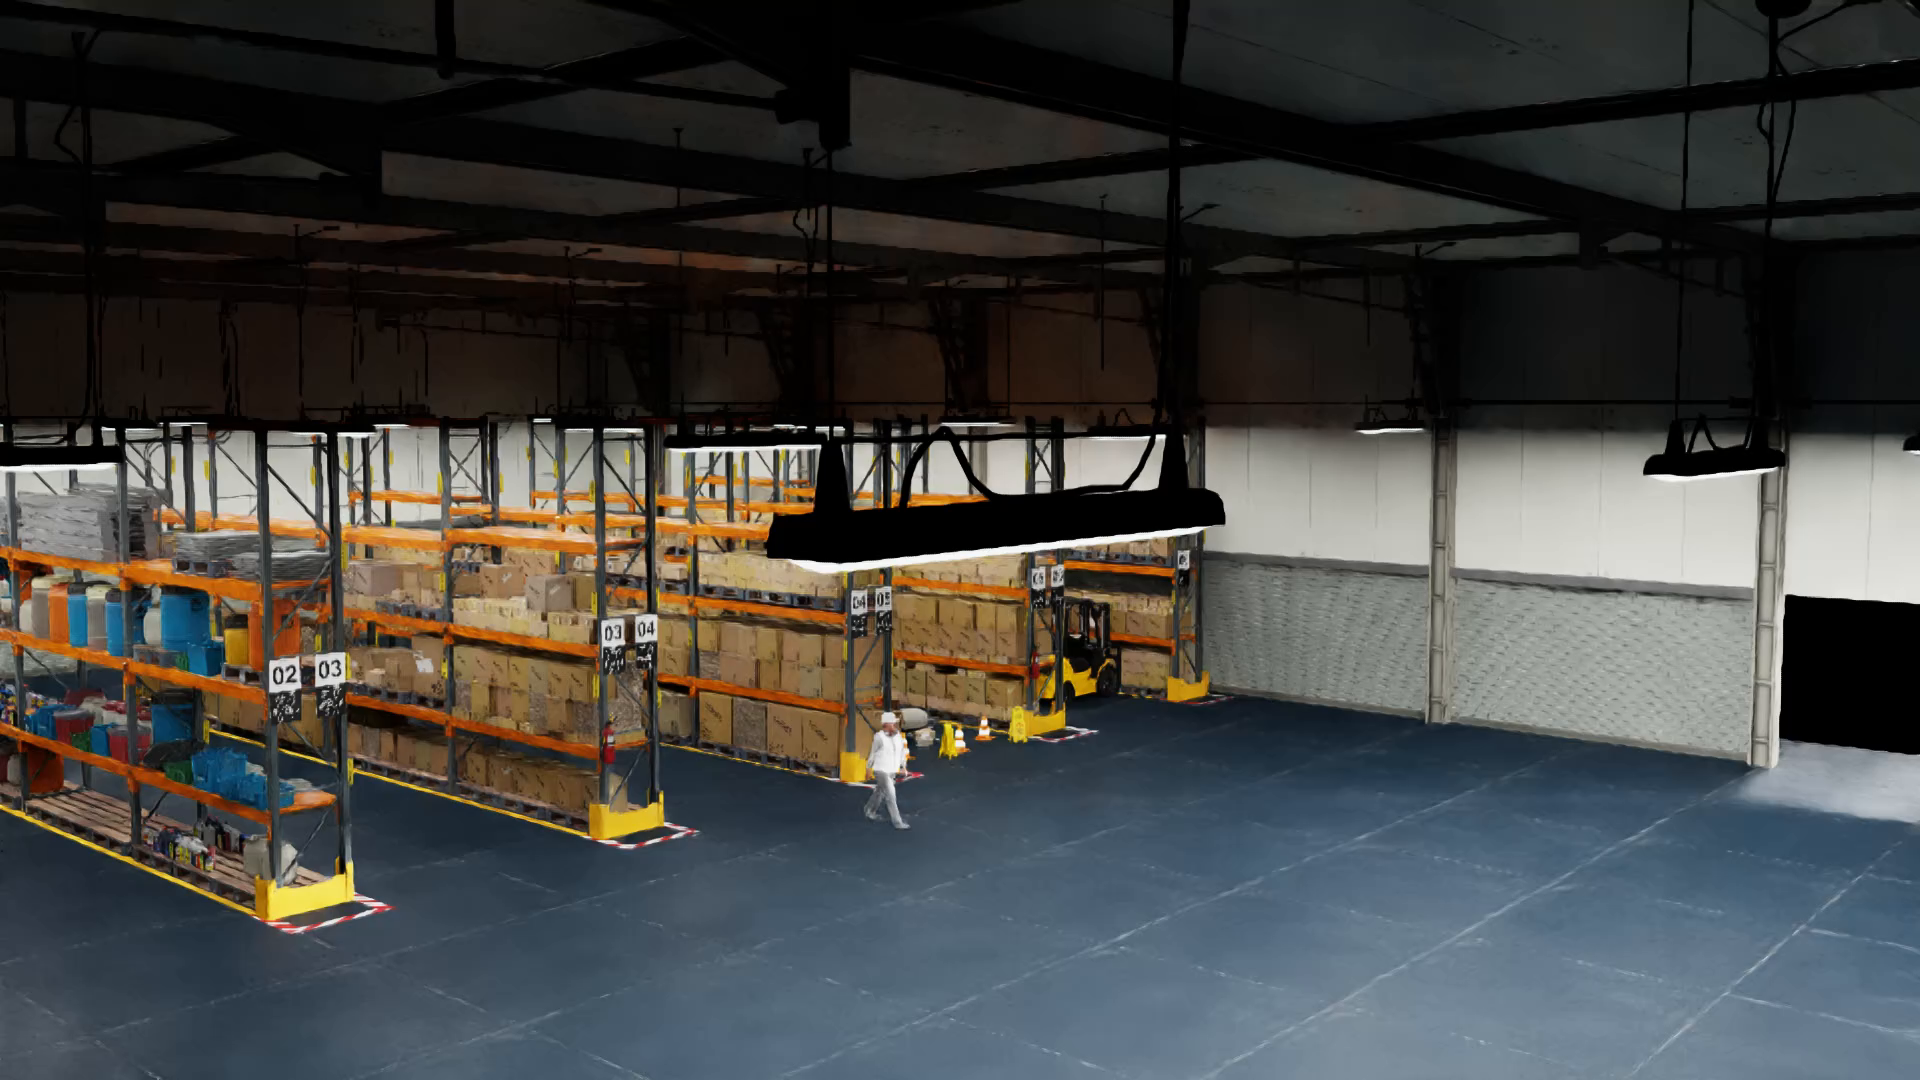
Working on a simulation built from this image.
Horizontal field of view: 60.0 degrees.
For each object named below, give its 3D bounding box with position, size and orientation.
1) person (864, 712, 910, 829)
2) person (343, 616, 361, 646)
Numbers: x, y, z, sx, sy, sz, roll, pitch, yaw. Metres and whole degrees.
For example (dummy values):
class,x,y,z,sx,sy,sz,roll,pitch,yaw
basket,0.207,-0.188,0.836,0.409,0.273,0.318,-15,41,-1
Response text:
class,x,y,z,sx,sy,sz,roll,pitch,yaw
person,-1.070,3.408,24.831,1.029,1.725,0.555,4,6,40
person,-15.007,2.103,41.030,0.566,1.665,0.537,1,5,15
